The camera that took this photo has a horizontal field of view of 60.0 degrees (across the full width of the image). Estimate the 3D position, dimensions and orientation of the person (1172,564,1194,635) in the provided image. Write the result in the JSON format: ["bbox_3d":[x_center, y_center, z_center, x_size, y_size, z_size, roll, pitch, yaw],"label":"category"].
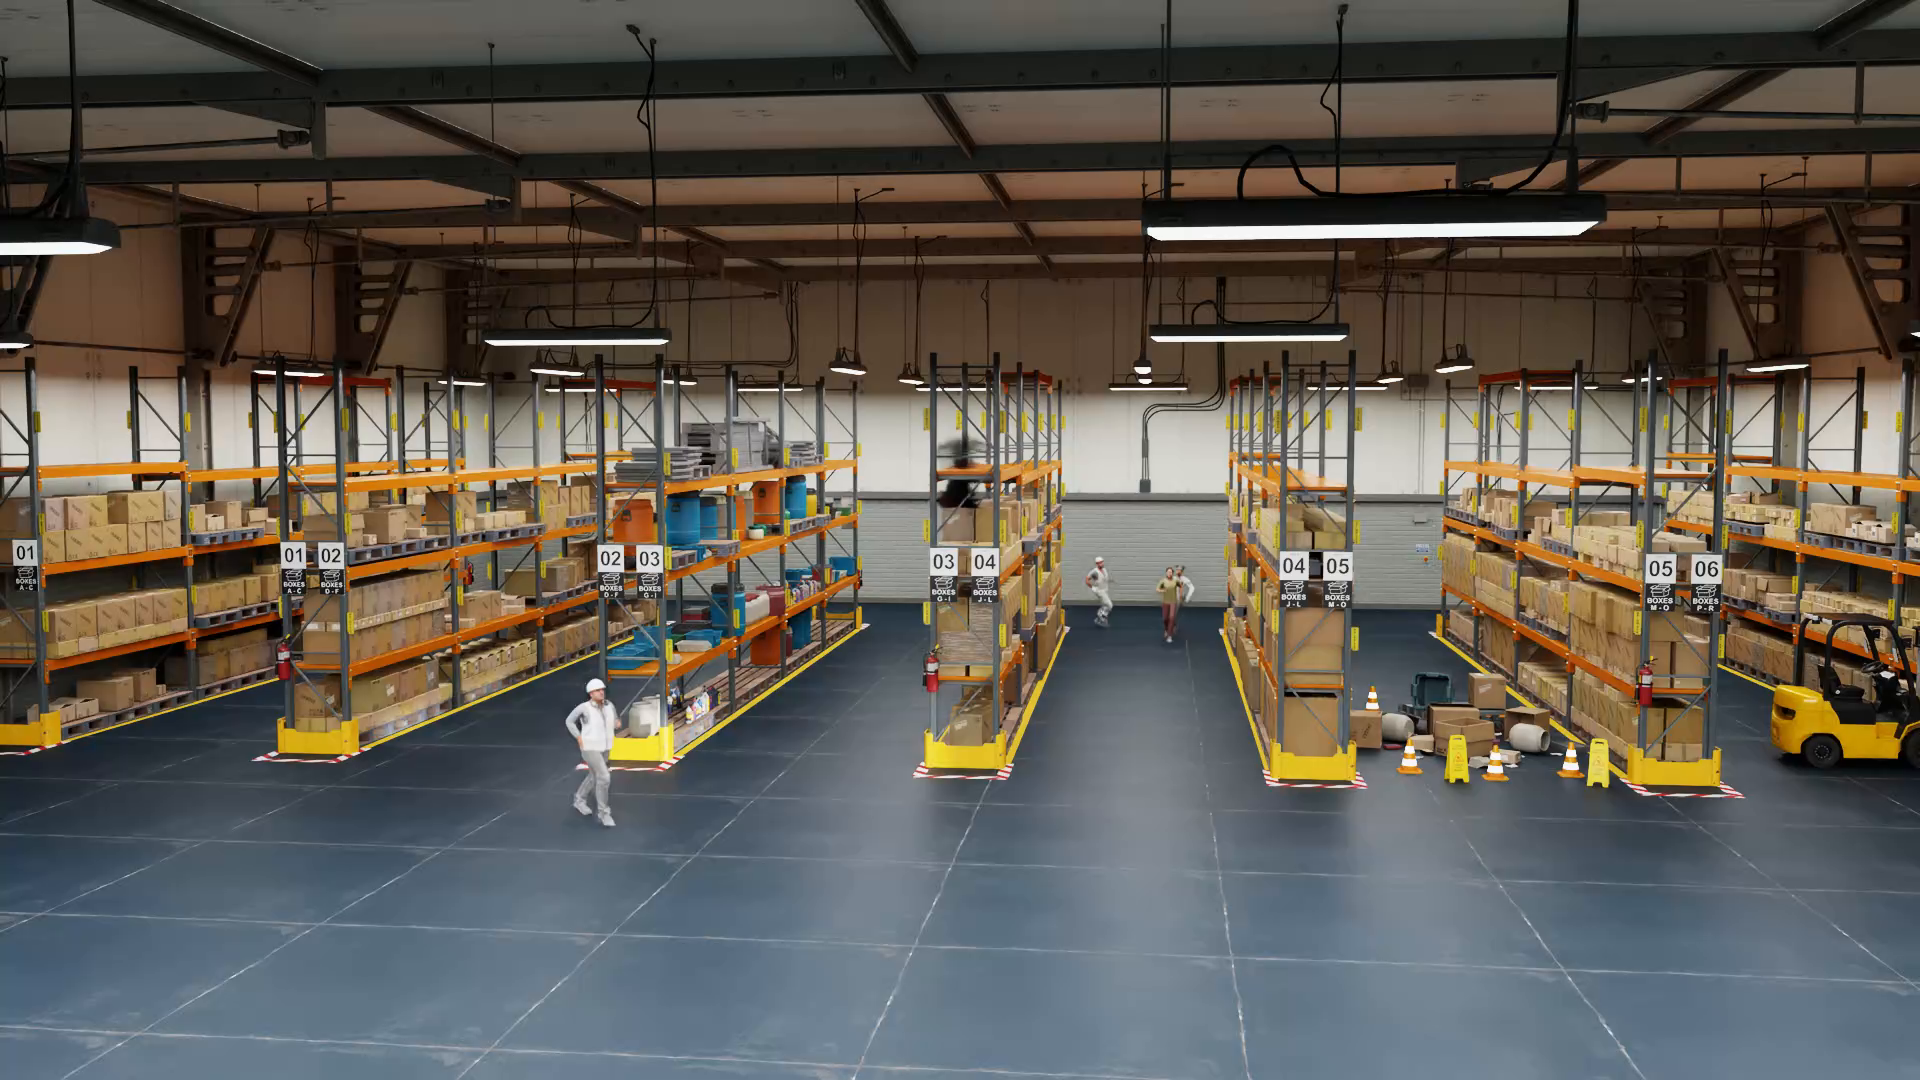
[{"bbox_3d":[5.115,1.407,39.150,0.684,1.676,0.582,3,5,34],"label":"person"}]

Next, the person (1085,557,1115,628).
[{"bbox_3d":[3.450,1.291,40.449,0.649,1.777,0.653,3,5,33],"label":"person"}]

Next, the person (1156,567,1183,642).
[{"bbox_3d":[4.799,1.459,38.124,0.607,1.679,0.892,1,4,9],"label":"person"}]

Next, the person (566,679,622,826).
[{"bbox_3d":[-4.592,2.650,20.869,0.789,1.837,0.547,3,5,33],"label":"person"}]
